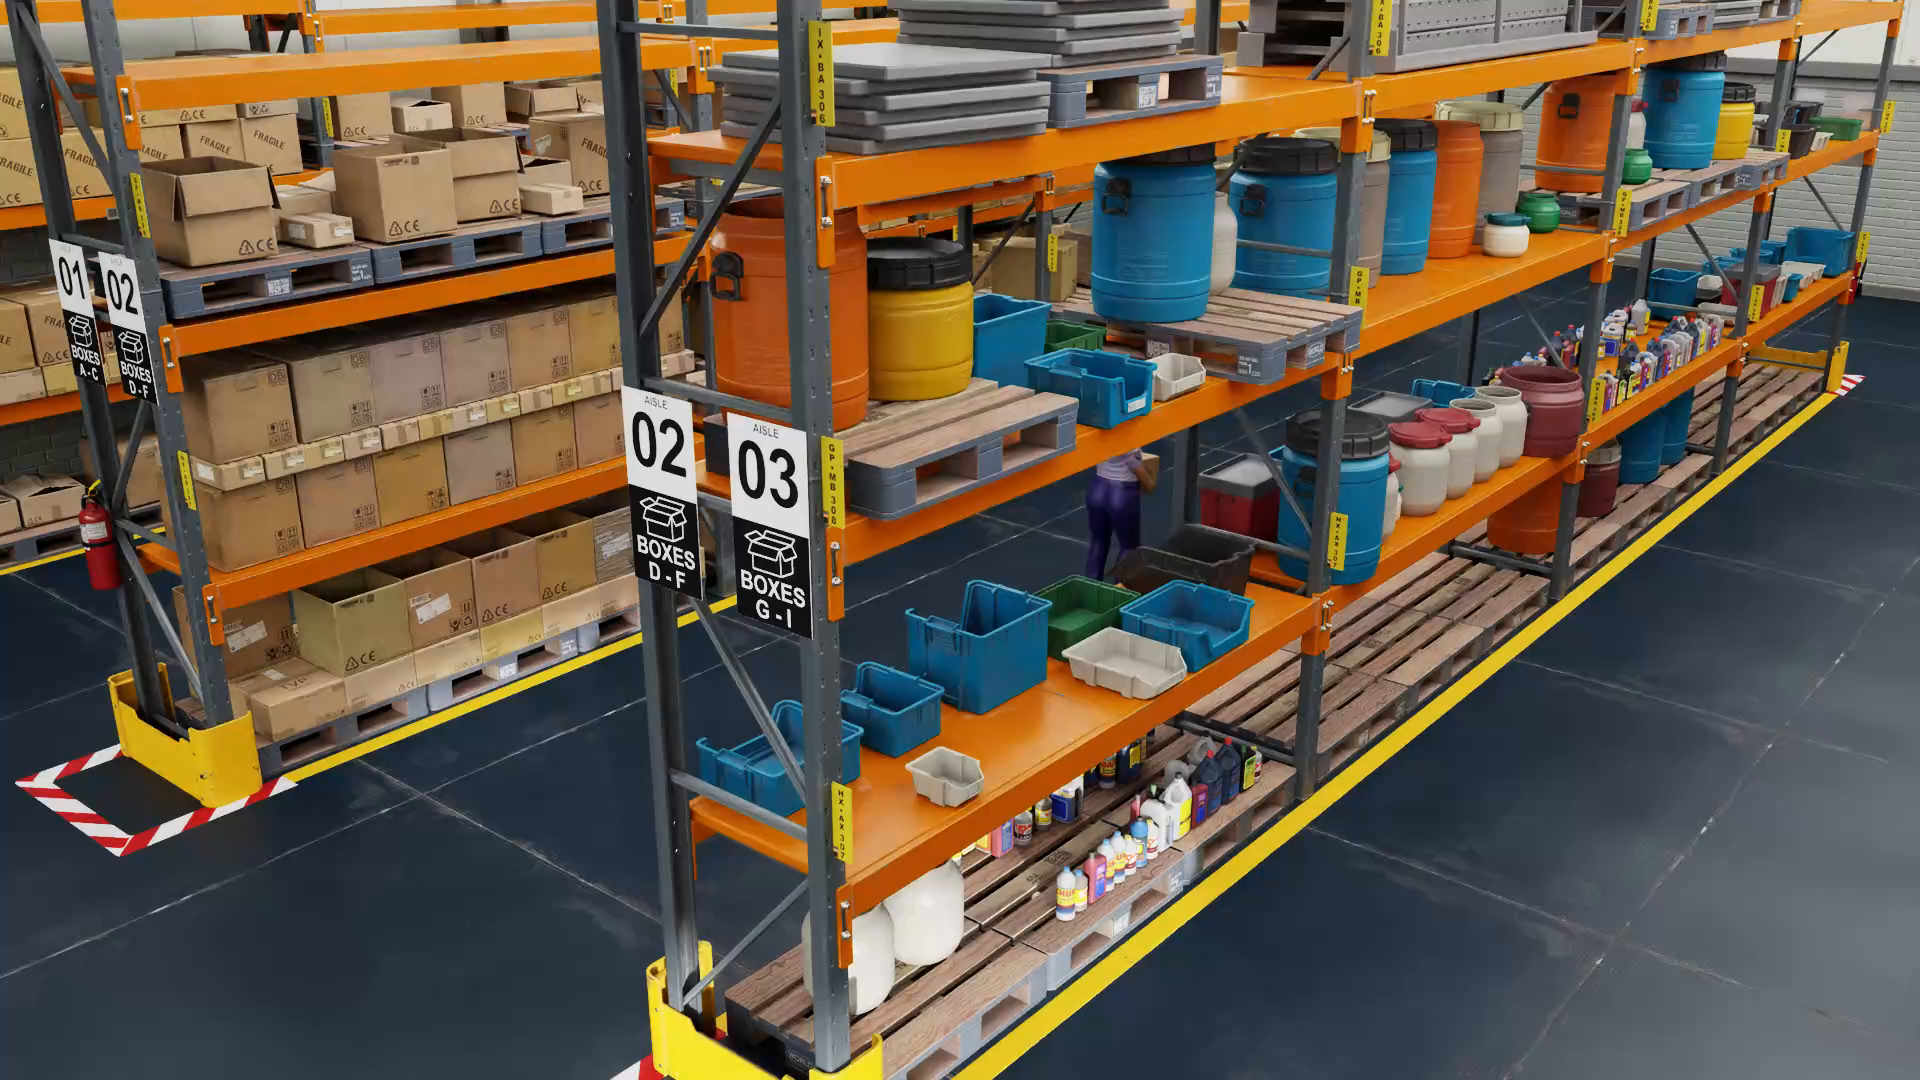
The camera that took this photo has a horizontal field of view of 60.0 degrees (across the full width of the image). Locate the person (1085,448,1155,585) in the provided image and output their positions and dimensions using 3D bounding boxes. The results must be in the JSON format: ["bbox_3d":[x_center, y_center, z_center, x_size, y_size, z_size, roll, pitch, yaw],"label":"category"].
[{"bbox_3d":[1.191,-0.306,12.440,0.452,1.634,0.517,16,26,37],"label":"person"}]
